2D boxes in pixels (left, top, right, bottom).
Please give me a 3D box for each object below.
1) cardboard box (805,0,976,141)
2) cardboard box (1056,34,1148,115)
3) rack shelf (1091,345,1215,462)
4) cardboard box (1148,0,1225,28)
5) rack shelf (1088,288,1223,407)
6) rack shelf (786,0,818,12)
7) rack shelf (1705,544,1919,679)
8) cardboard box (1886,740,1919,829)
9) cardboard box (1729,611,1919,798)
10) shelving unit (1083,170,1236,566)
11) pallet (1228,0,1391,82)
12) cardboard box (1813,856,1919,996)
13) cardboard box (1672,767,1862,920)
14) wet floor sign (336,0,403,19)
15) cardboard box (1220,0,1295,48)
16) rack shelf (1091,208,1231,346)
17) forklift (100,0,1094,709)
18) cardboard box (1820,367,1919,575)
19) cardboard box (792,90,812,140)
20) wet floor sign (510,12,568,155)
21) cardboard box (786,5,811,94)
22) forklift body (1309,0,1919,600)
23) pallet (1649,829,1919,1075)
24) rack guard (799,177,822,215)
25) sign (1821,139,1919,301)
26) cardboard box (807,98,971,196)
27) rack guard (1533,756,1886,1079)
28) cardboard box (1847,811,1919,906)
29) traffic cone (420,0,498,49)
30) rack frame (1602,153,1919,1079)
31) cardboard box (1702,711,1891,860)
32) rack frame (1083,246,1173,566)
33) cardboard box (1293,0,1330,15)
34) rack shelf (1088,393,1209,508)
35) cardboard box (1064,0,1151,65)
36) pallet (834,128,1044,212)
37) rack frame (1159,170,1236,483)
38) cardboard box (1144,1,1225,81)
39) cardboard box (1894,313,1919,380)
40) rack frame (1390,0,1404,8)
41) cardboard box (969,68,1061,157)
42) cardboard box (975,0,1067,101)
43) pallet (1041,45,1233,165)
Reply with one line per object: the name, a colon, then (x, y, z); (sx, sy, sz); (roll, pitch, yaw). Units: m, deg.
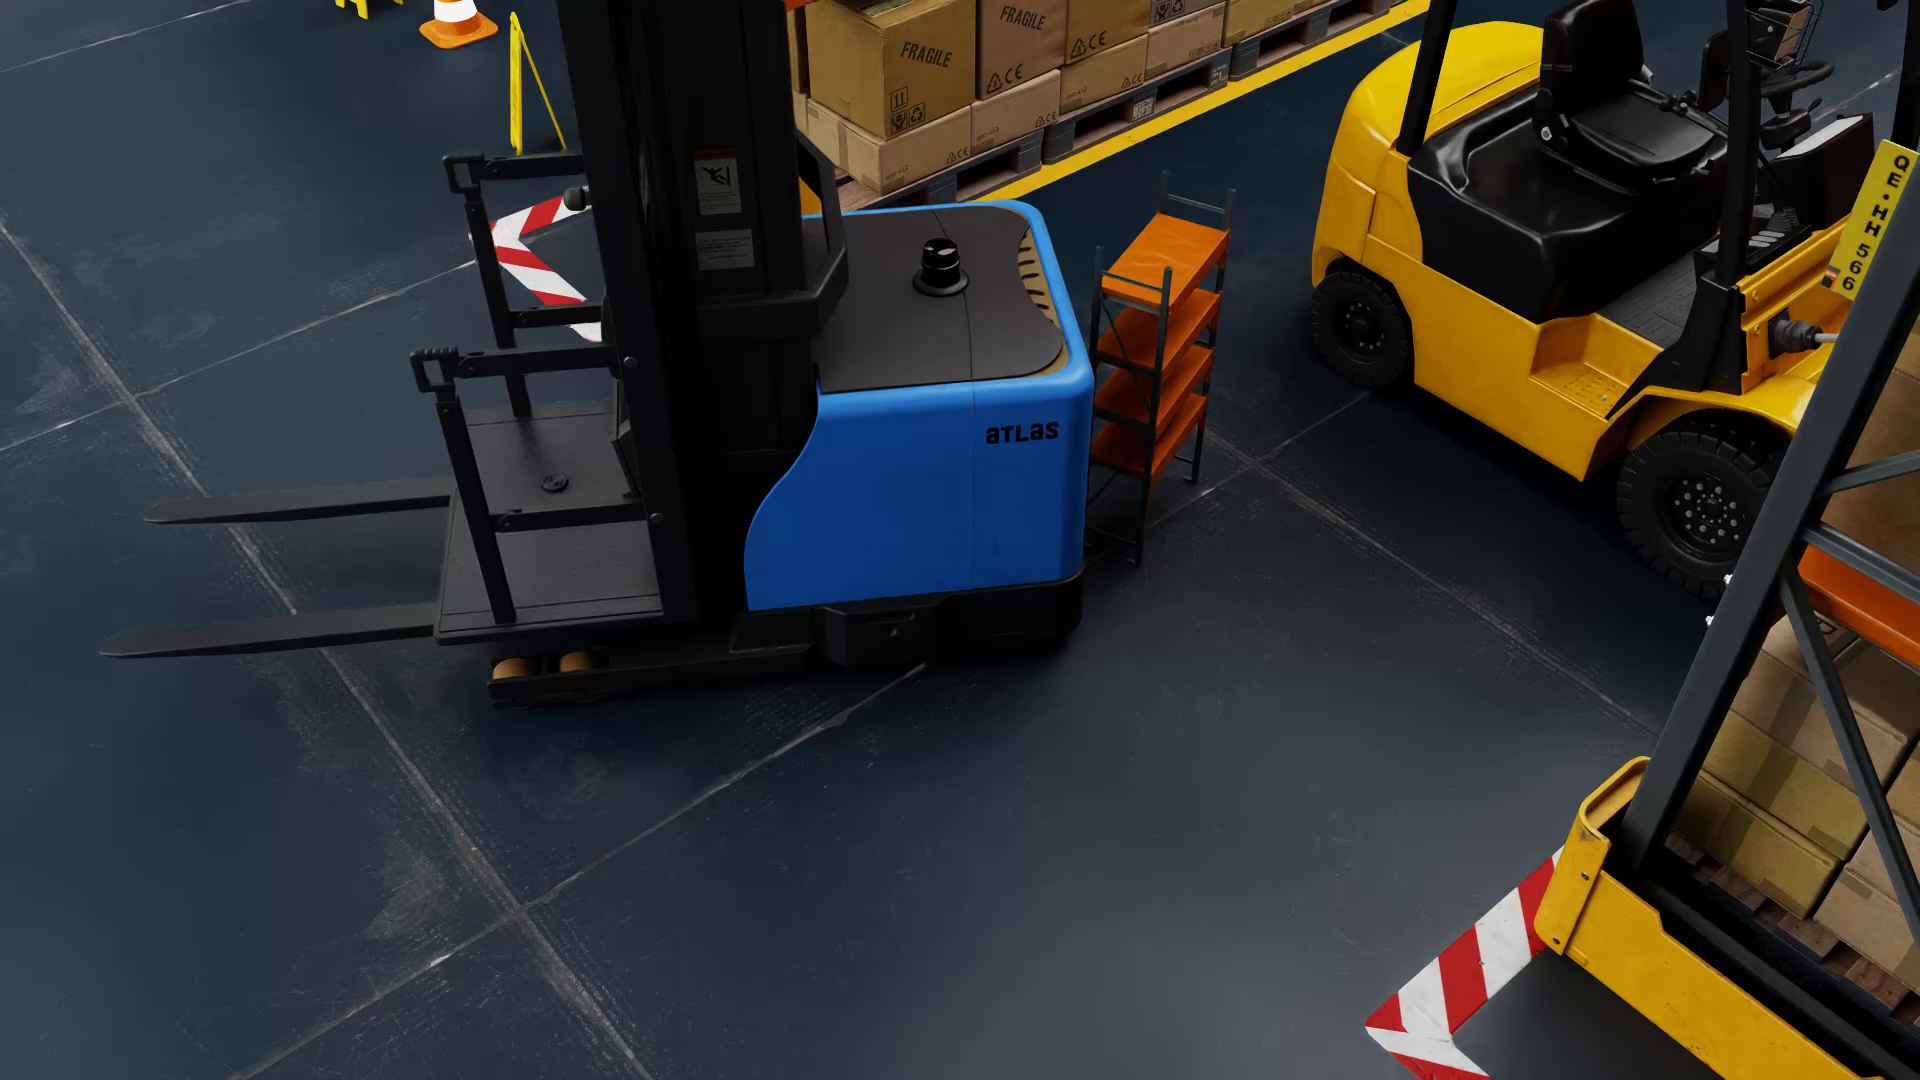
cardboard box: (-0.285, -2.052, 6.898); (0.500, 0.500, 0.500); (-32, 52, -29)
cardboard box: (0.504, -2.234, 7.640); (0.500, 0.250, 0.500); (-26, 49, -25)
rack shelf: (0.628, -0.488, 5.492); (0.258, 0.148, 0.480); (21, 47, 21)
cardboard box: (0.908, -2.739, 7.629); (0.500, 0.500, 0.500); (-27, 50, -26)
rack shelf: (0.628, -0.651, 5.339); (0.258, 0.148, 0.480); (21, 47, 21)
rack shelf: (0.435, -3.024, 7.304); (4.000, 0.370, 1.077); (-30, 51, -28)
rack shelf: (3.622, -0.419, 4.531); (4.000, 0.370, 1.077); (-30, 51, -28)
cardboard box: (2.578, 0.570, 3.923); (0.500, 0.250, 0.500); (-31, 51, -28)
cardboard box: (2.241, 0.316, 4.194); (0.500, 0.250, 0.500); (-28, 50, -27)
shelving unit: (0.628, -0.537, 5.446); (0.258, 1.200, 0.503); (21, 47, 21)
pallet: (1.477, -2.835, 8.614); (1.213, 0.211, 1.003); (-30, 51, -28)
cardboard box: (2.591, 0.933, 4.267); (0.500, 0.250, 0.500); (-30, 51, -28)
cardboard box: (2.246, 0.674, 4.543); (0.500, 0.250, 0.500); (-29, 51, -28)
wet floor sign: (-3.104, -3.052, 8.528); (0.267, 0.644, 0.232); (30, 51, 28)
cardboard box: (1.286, -2.676, 8.109); (0.500, 0.250, 0.500); (-31, 51, -29)
rack shelf: (0.628, -0.824, 5.177); (0.258, 0.148, 0.480); (21, 47, 21)
forklift: (-1.163, -0.928, 4.597); (3.031, 2.935, 1.130); (-5, 43, -6)
cardboard box: (2.297, -0.193, 3.692); (0.500, 0.500, 0.500); (-31, 51, -29)
cardboard box: (-0.633, -2.065, 7.460); (0.500, 0.250, 0.500); (-30, 51, -28)
wet floor sign: (-1.931, -2.028, 7.438); (0.232, 0.644, 0.267); (-14, 45, -14)
cardboard box: (-0.652, -2.321, 7.184); (0.500, 0.500, 0.500); (-29, 51, -28)
forklift body: (2.372, -1.284, 5.547); (1.214, 2.155, 2.313); (-30, 51, -28)
pallet: (2.648, 0.856, 4.685); (1.213, 0.211, 1.003); (-30, 51, -28)
rack guard: (-1.041, -1.530, 7.014); (0.348, 0.500, 1.175); (-30, 51, -28)
sign: (1.751, -0.602, 3.182); (0.005, 0.325, 0.100); (-30, 51, -28)
cardboard box: (-0.303, -1.768, 7.143); (0.500, 0.250, 0.500); (-30, 51, -28)
rack guard: (2.070, 1.119, 4.194); (0.348, 0.500, 1.175); (-30, 51, -28)
cardboard box: (2.582, 0.767, 4.079); (0.500, 0.250, 0.500); (-29, 50, -27)
traffic cone: (-2.570, -2.783, 8.375); (0.334, 0.463, 0.336); (-30, 51, -28)
rack frame: (2.088, 0.197, 3.349); (0.127, 3.000, 1.000); (-30, 51, -28)
cardboard box: (2.261, 0.486, 4.378); (0.500, 0.250, 0.500); (-30, 51, -28)
rack frame: (0.511, -0.391, 5.290); (0.240, 1.200, 0.015); (21, 47, 21)
cardboard box: (1.688, -2.915, 8.364); (0.500, 0.250, 0.500); (-28, 50, -26)
rack shelf: (0.628, -0.344, 5.628); (0.258, 0.148, 0.480); (21, 47, 21)
cardboard box: (0.503, -2.500, 7.375); (0.500, 0.500, 0.500); (-29, 50, -27)
pallet: (-0.395, -1.763, 7.473); (1.213, 0.211, 1.003); (-30, 51, -28)
rack frame: (0.746, -0.684, 5.602); (0.240, 1.200, 0.015); (21, 47, 21)
cardboard box: (0.893, -2.455, 7.874); (0.500, 0.250, 0.500); (-29, 50, -27)
cardboard box: (2.175, -0.375, 3.412); (0.250, 0.149, 0.380); (-29, 50, -27)
rack frame: (1.969, -4.165, 7.993); (0.127, 3.000, 1.000); (-30, 51, -28)
cardboard box: (0.093, -1.988, 7.377); (0.500, 0.250, 0.500); (-28, 50, -27)
cardboard box: (0.113, -2.284, 7.145); (0.500, 0.500, 0.500); (-32, 52, -29)
pallet: (0.540, -2.296, 8.041); (1.213, 0.211, 1.003); (-30, 51, -28)
